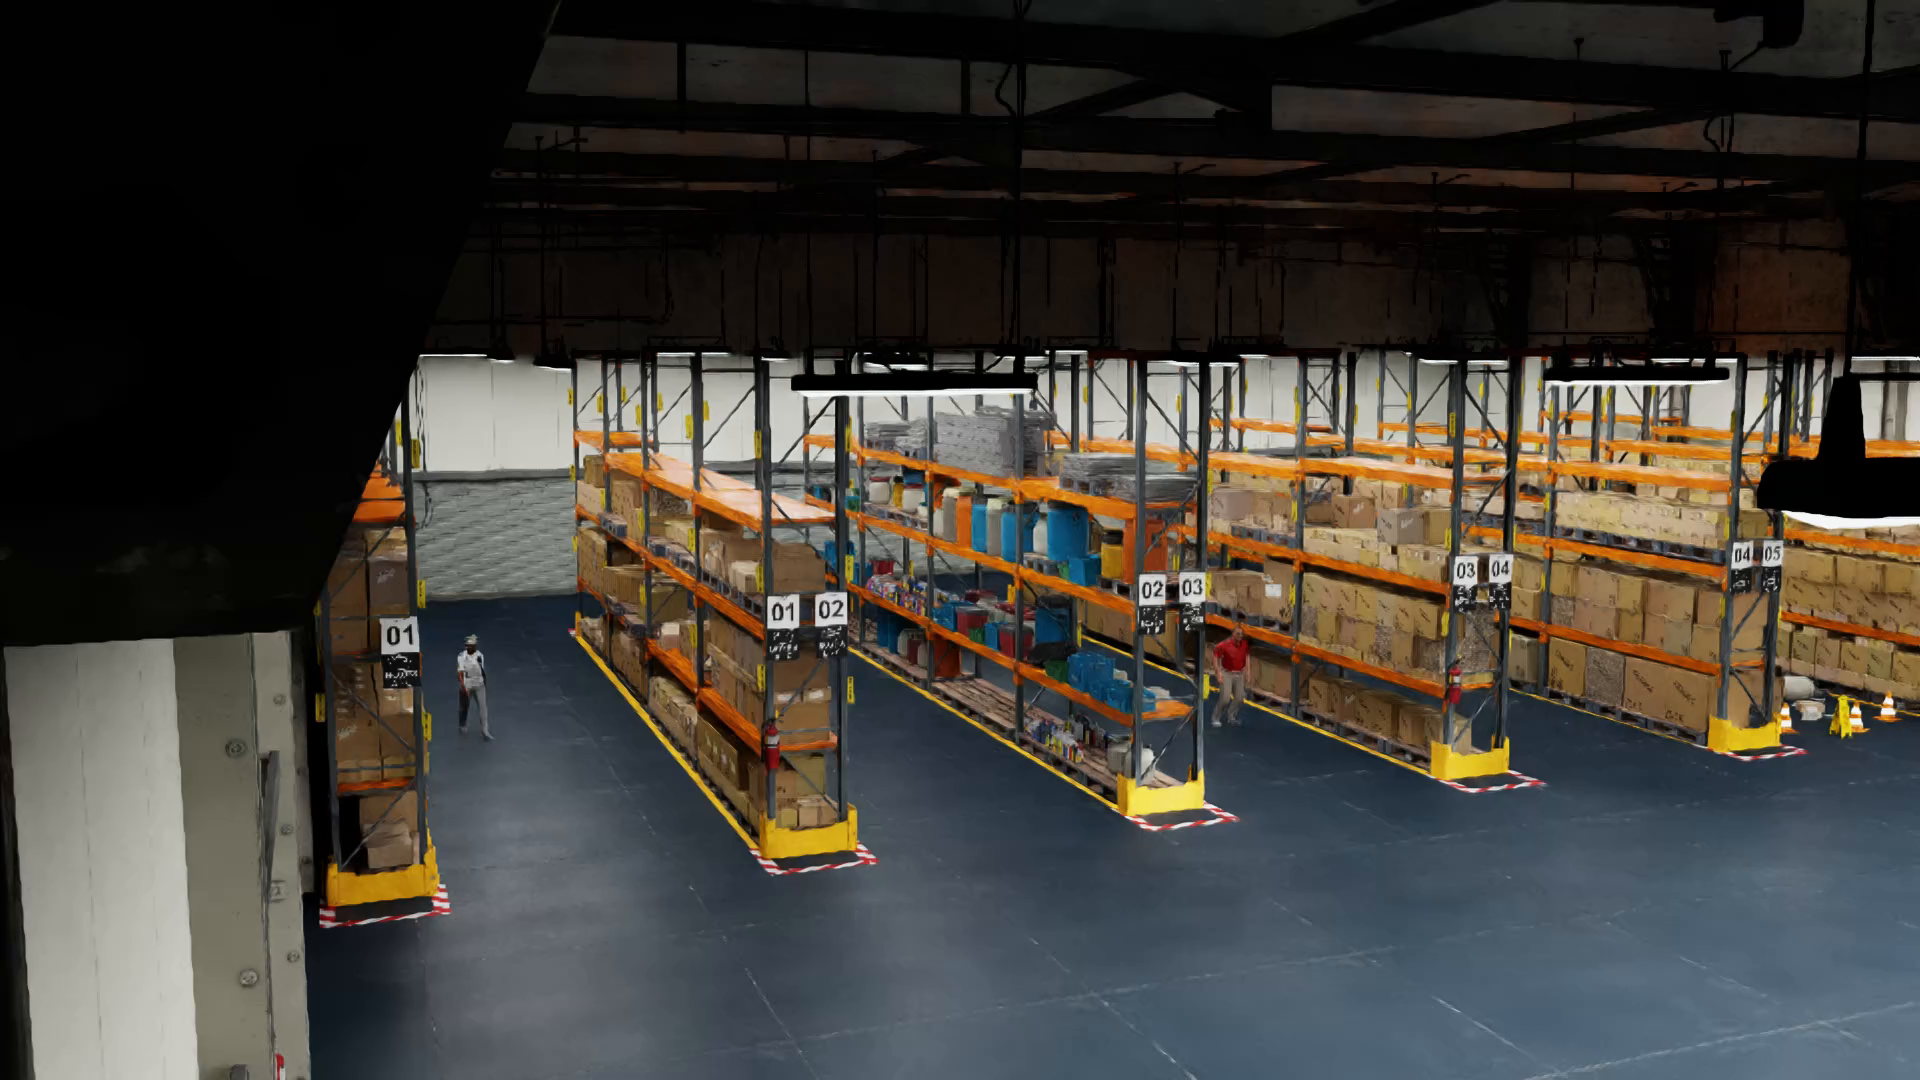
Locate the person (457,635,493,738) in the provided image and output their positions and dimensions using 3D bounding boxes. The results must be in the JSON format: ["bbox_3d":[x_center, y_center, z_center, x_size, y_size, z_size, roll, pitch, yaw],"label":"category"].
[{"bbox_3d":[-7.656,2.283,26.066,0.448,1.611,0.997,-4,8,-29],"label":"person"}]

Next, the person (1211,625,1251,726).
[{"bbox_3d":[4.373,2.178,26.811,0.682,1.676,0.535,-3,8,-22],"label":"person"}]
